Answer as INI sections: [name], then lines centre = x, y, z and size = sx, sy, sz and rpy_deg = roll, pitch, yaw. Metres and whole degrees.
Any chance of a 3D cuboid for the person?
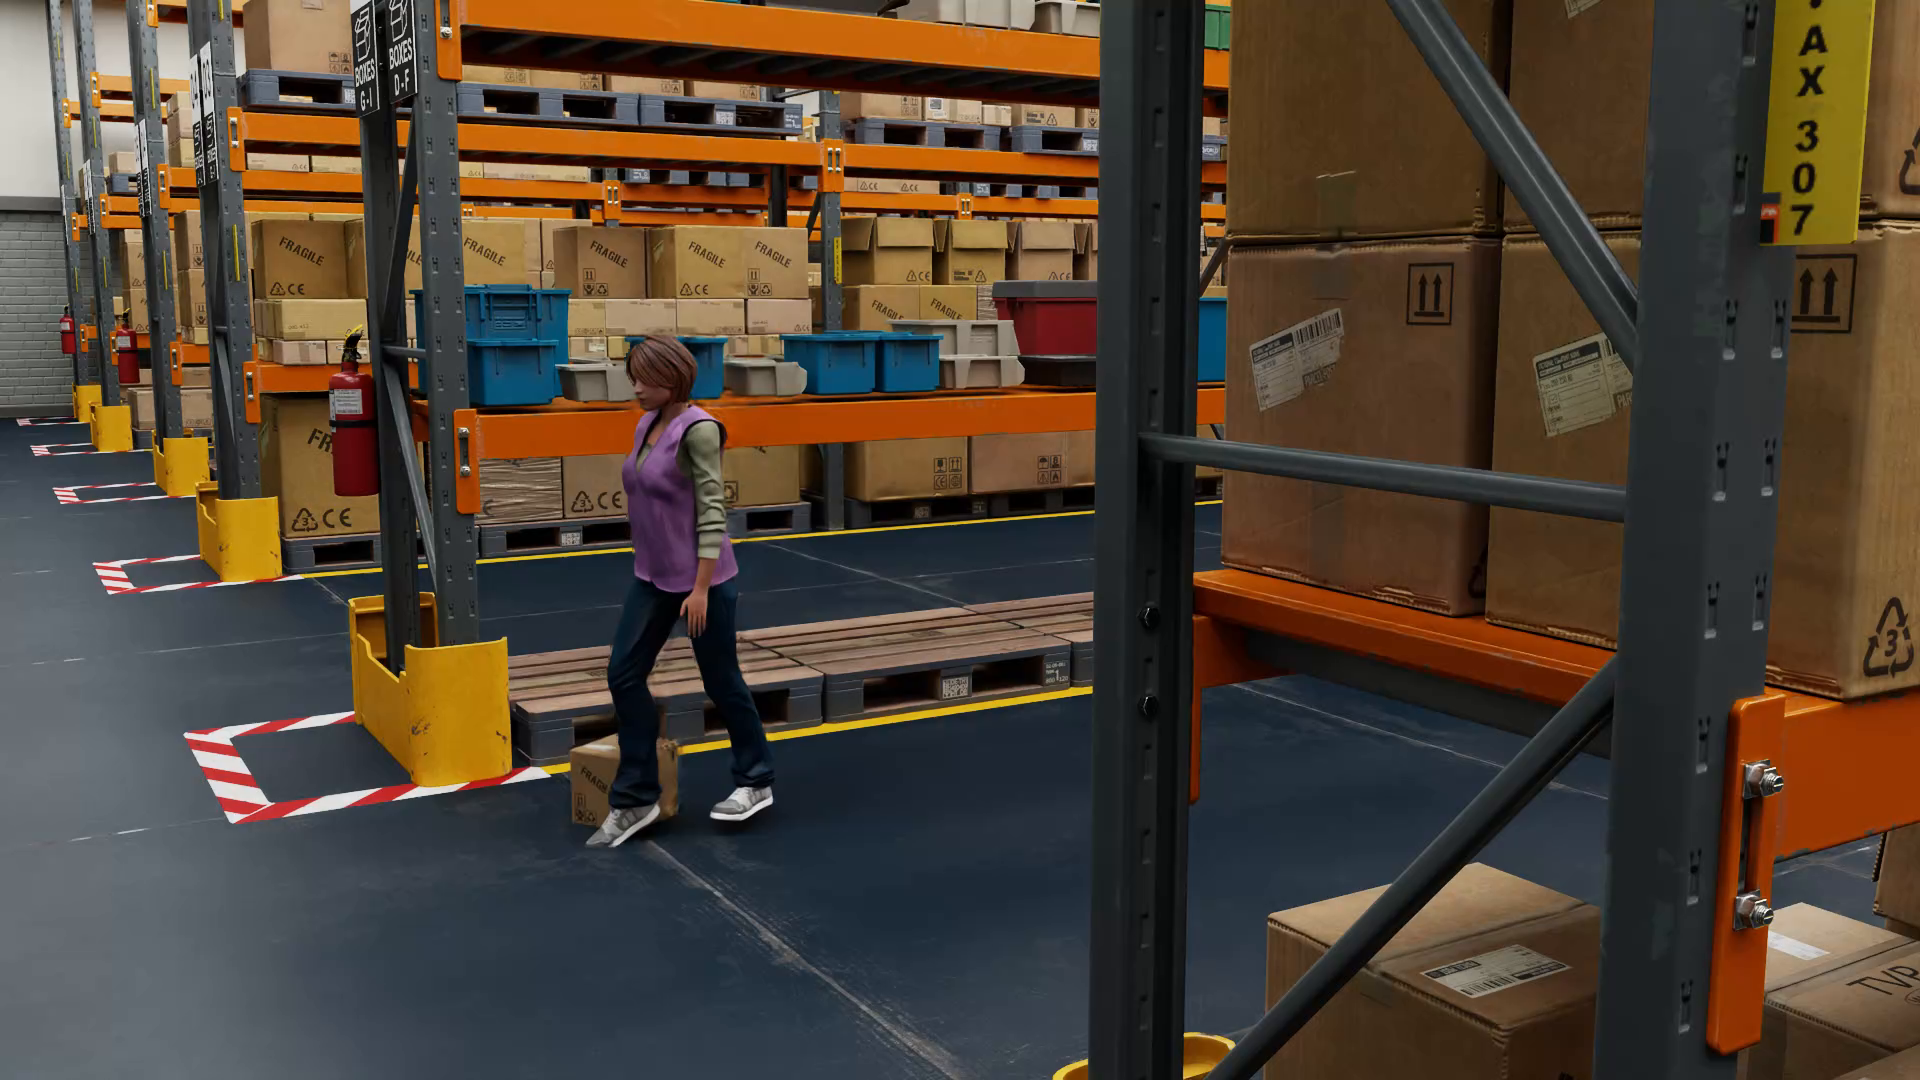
[person]
centre = -0.898, 0.169, 5.301
size = 0.633, 1.636, 0.485
rpy_deg = -8, 12, -44
